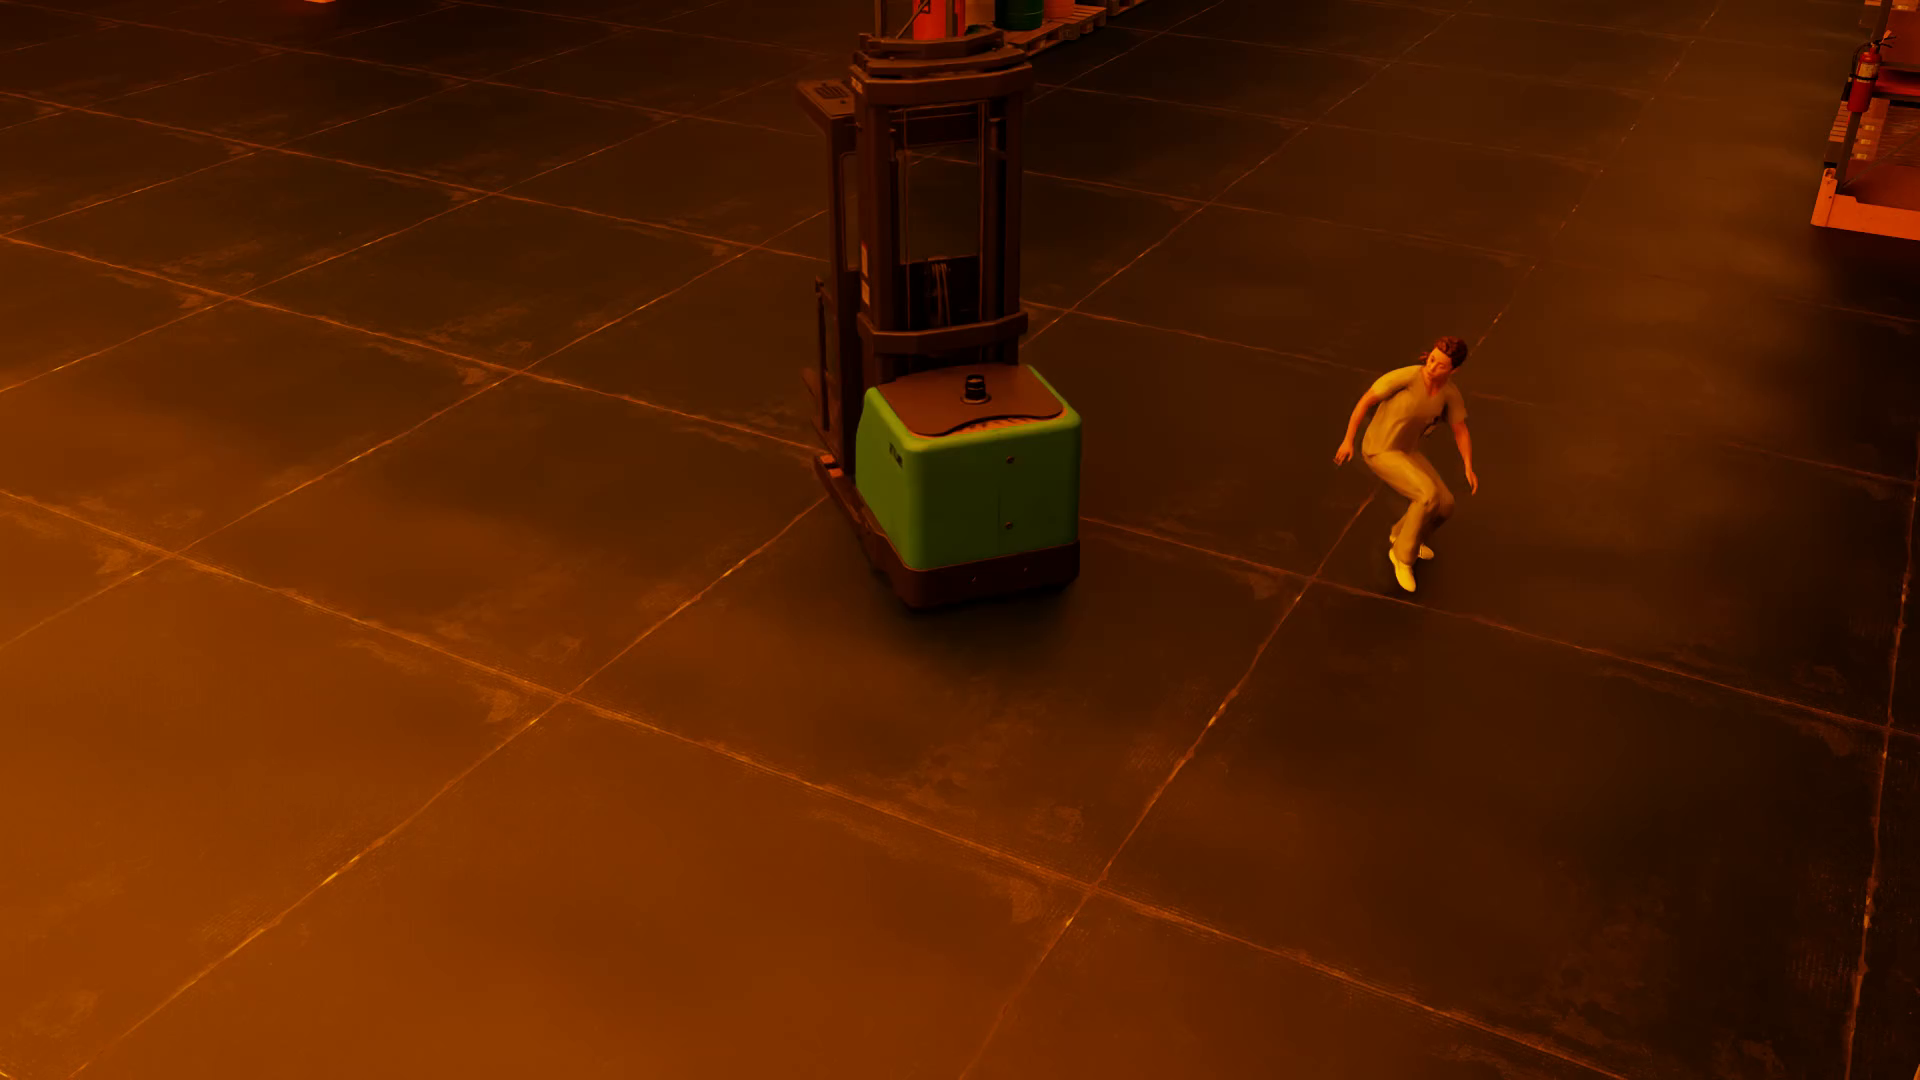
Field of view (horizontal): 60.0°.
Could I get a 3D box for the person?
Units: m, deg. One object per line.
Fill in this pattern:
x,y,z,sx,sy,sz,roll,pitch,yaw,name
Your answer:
2.562,-0.449,9.370,0.674,1.449,0.642,-17,34,-27,person

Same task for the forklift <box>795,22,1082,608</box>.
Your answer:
-0.293,-1.617,9.872,1.130,2.935,3.031,-10,32,-17,forklift
